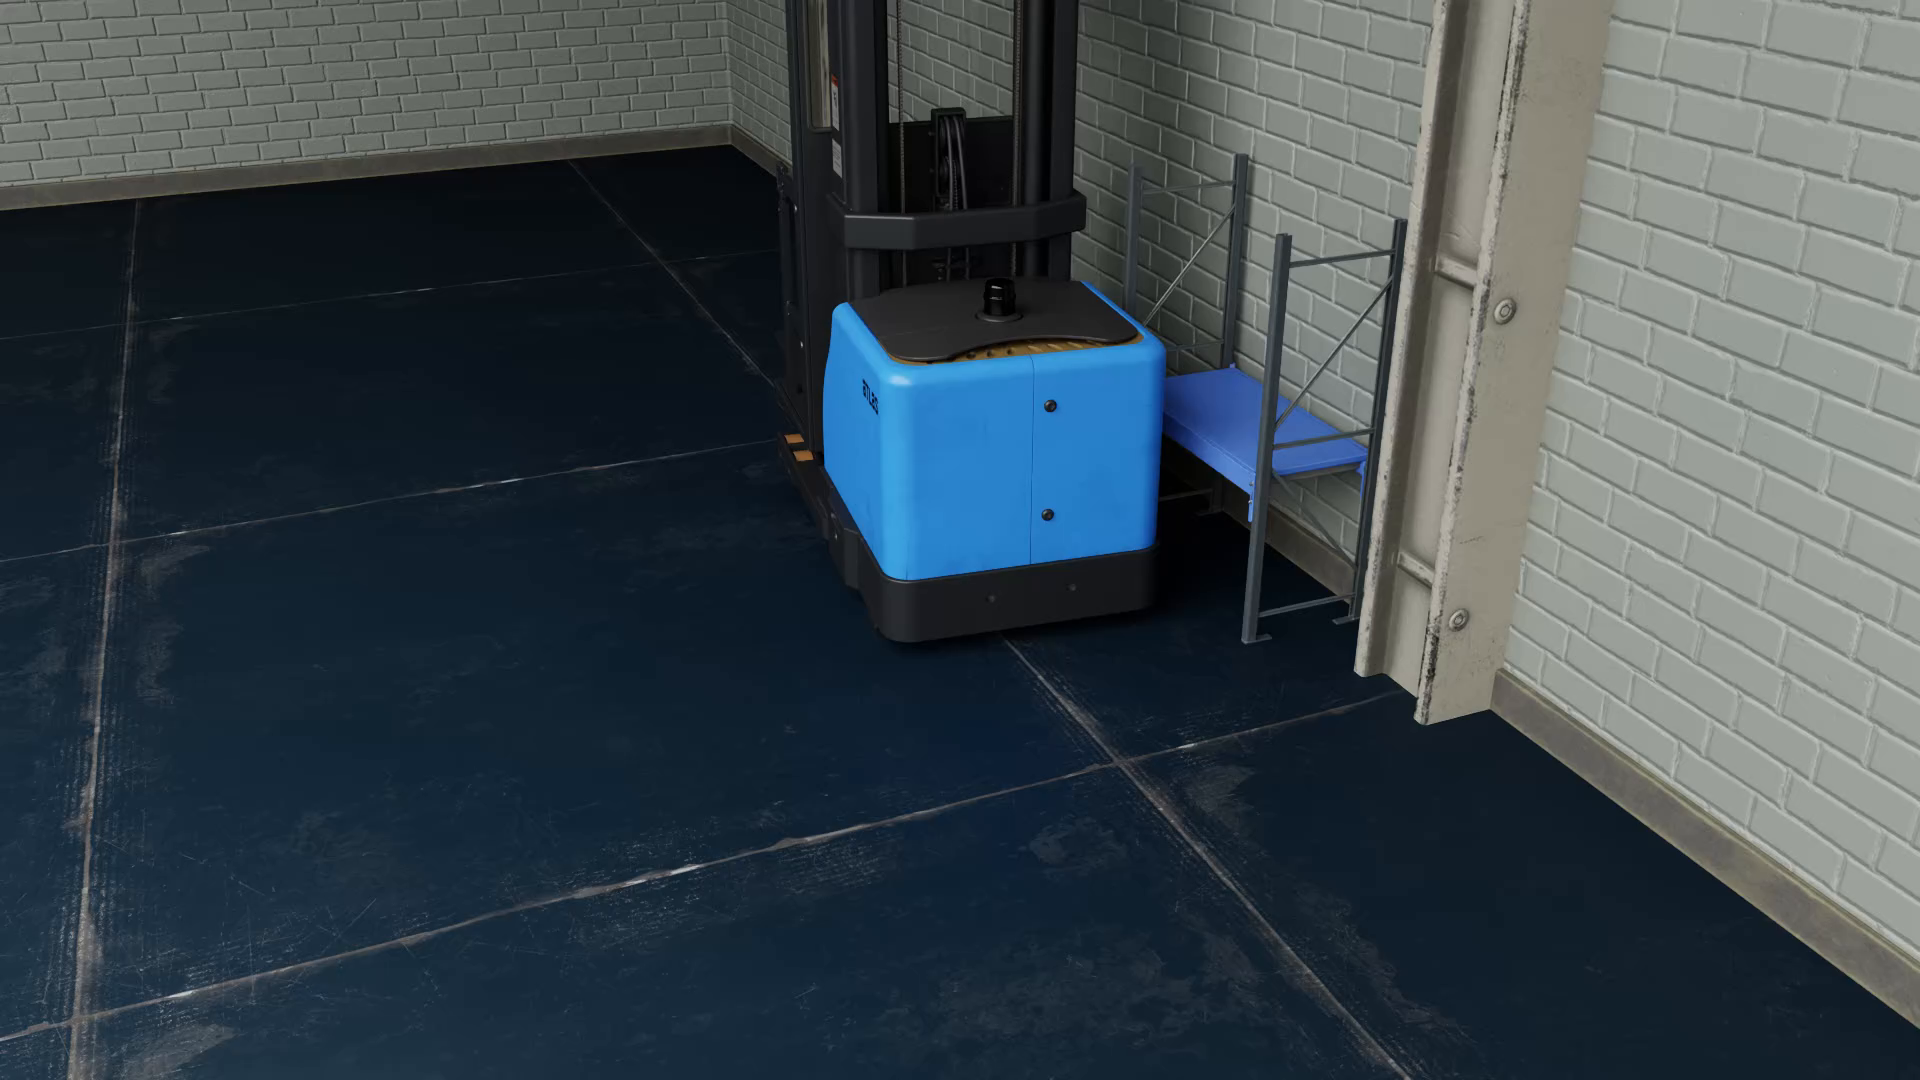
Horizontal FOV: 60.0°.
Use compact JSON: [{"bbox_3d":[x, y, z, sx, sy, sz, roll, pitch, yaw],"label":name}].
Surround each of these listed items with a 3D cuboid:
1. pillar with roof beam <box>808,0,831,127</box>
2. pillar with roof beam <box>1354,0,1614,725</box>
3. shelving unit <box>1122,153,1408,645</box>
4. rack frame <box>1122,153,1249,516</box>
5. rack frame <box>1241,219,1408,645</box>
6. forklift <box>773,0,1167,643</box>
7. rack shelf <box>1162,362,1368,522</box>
[{"bbox_3d":[-4.717,-5.219,7.183,9.100,9.000,0.400,-11,28,-21],"label":"pillar with roof beam"},{"bbox_3d":[-2.367,-2.797,2.222,9.100,9.000,0.400,-11,28,-21],"label":"pillar with roof beam"},{"bbox_3d":[1.057,-0.551,6.169,0.538,1.500,1.048,-10,28,-20],"label":"shelving unit"},{"bbox_3d":[0.863,-0.757,6.591,0.500,1.500,0.032,-10,28,-20],"label":"rack frame"},{"bbox_3d":[1.252,-0.345,5.747,0.500,1.500,0.032,-10,28,-20],"label":"rack frame"},{"bbox_3d":[-0.179,-1.582,6.649,1.130,2.935,3.031,-7,27,-15],"label":"forklift"},{"bbox_3d":[1.057,-0.389,6.248,0.538,0.185,1.000,-10,28,-20],"label":"rack shelf"}]
